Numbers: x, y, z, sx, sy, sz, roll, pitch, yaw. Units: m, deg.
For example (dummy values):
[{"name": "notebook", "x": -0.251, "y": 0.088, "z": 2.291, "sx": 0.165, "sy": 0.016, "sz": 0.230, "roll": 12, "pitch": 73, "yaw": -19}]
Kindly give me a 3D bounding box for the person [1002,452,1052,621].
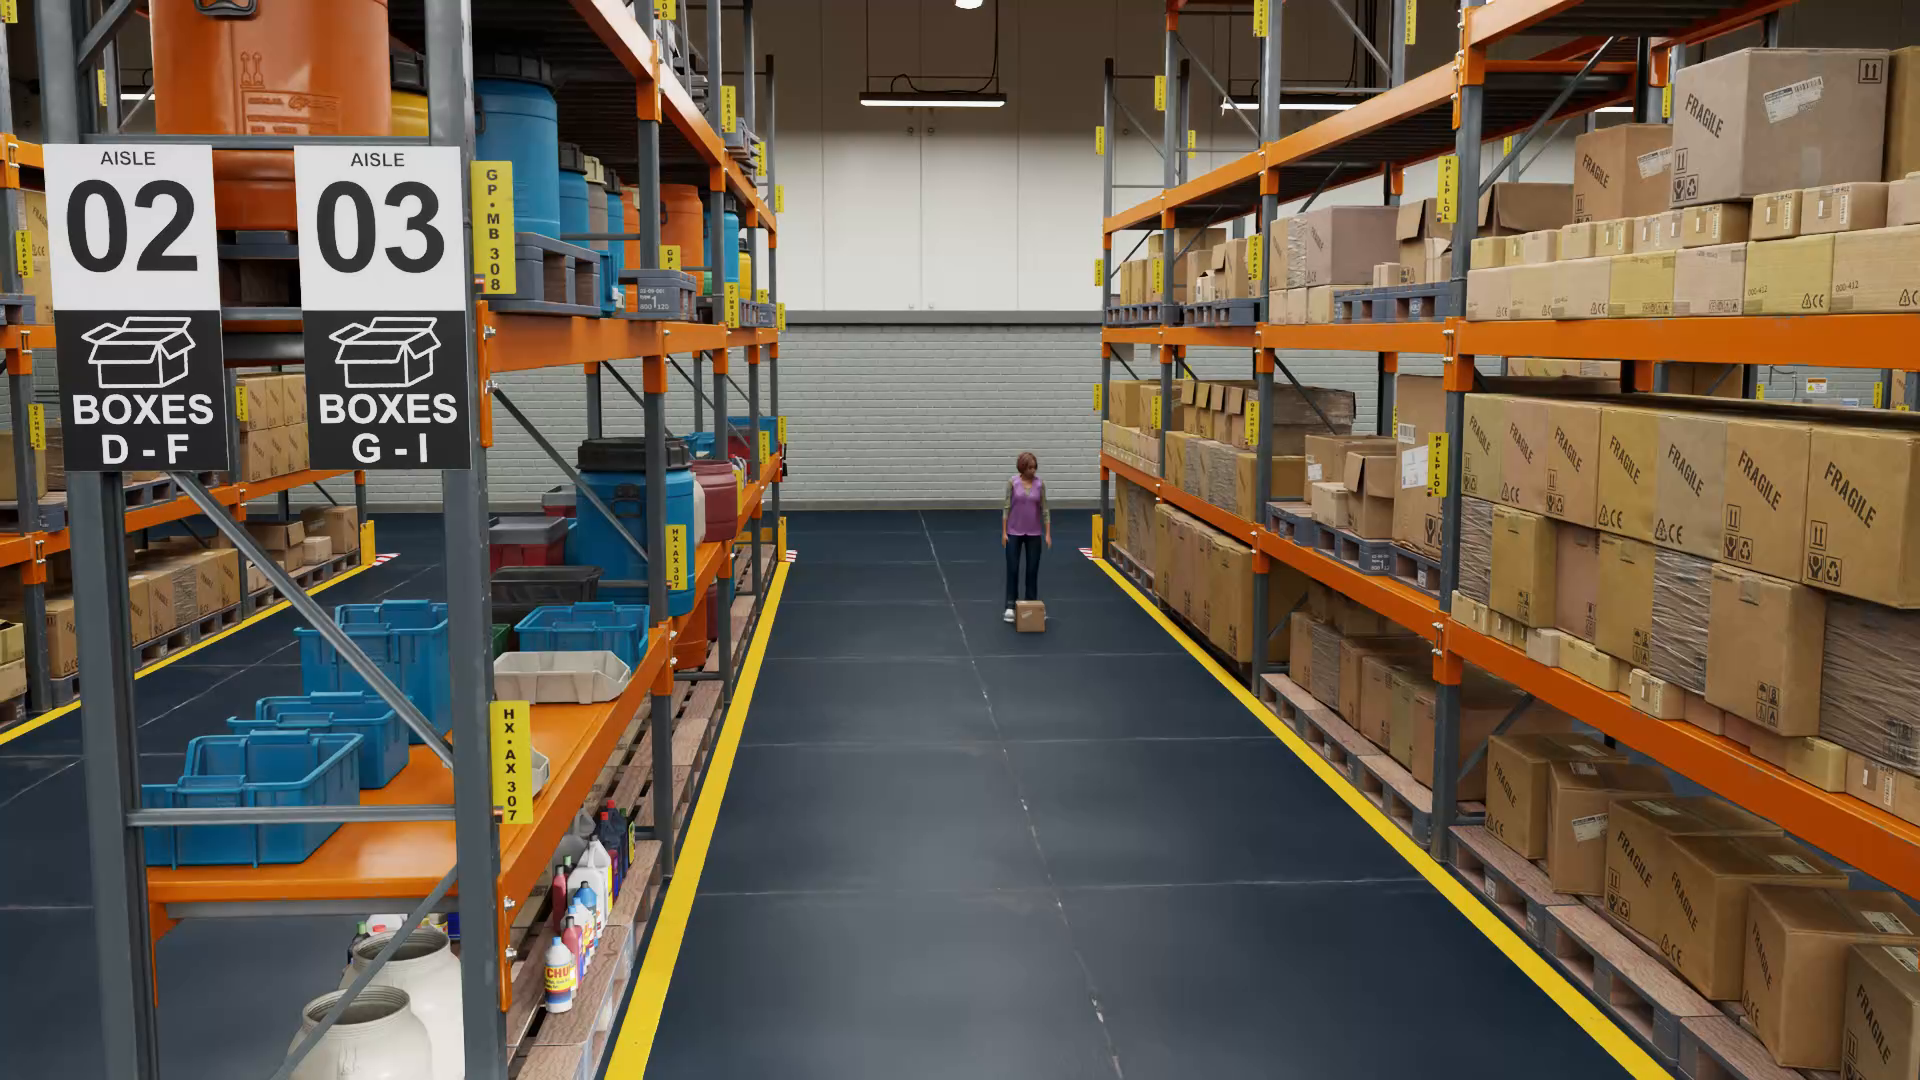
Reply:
[{"name": "person", "x": 0.640, "y": -0.031, "z": 15.906, "sx": 0.476, "sy": 1.608, "sz": 0.318, "roll": 0, "pitch": 7, "yaw": -3}]
